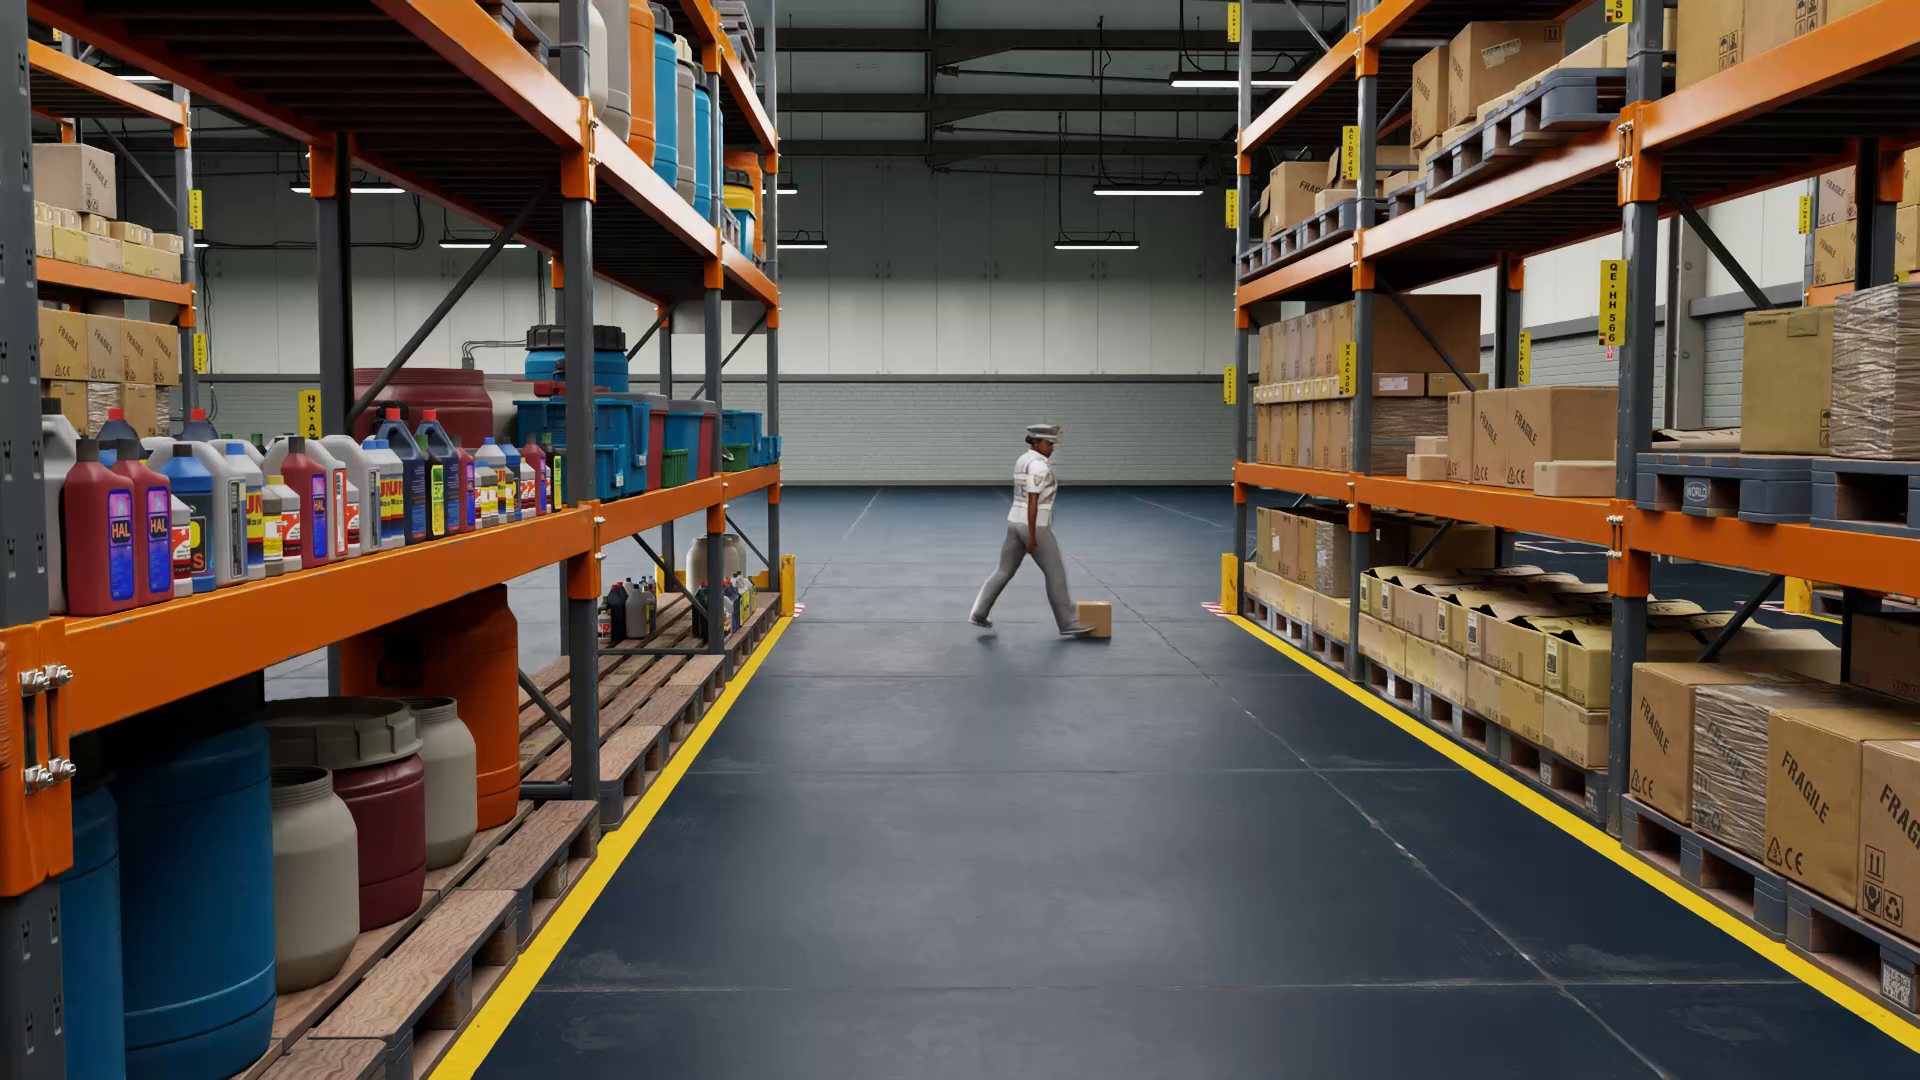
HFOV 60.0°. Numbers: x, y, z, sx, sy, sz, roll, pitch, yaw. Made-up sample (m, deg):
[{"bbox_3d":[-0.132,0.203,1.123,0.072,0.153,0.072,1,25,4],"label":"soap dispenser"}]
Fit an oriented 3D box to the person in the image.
[{"bbox_3d":[0.541,-0.087,12.859,0.907,1.619,0.606,-1,4,-20],"label":"person"}]
